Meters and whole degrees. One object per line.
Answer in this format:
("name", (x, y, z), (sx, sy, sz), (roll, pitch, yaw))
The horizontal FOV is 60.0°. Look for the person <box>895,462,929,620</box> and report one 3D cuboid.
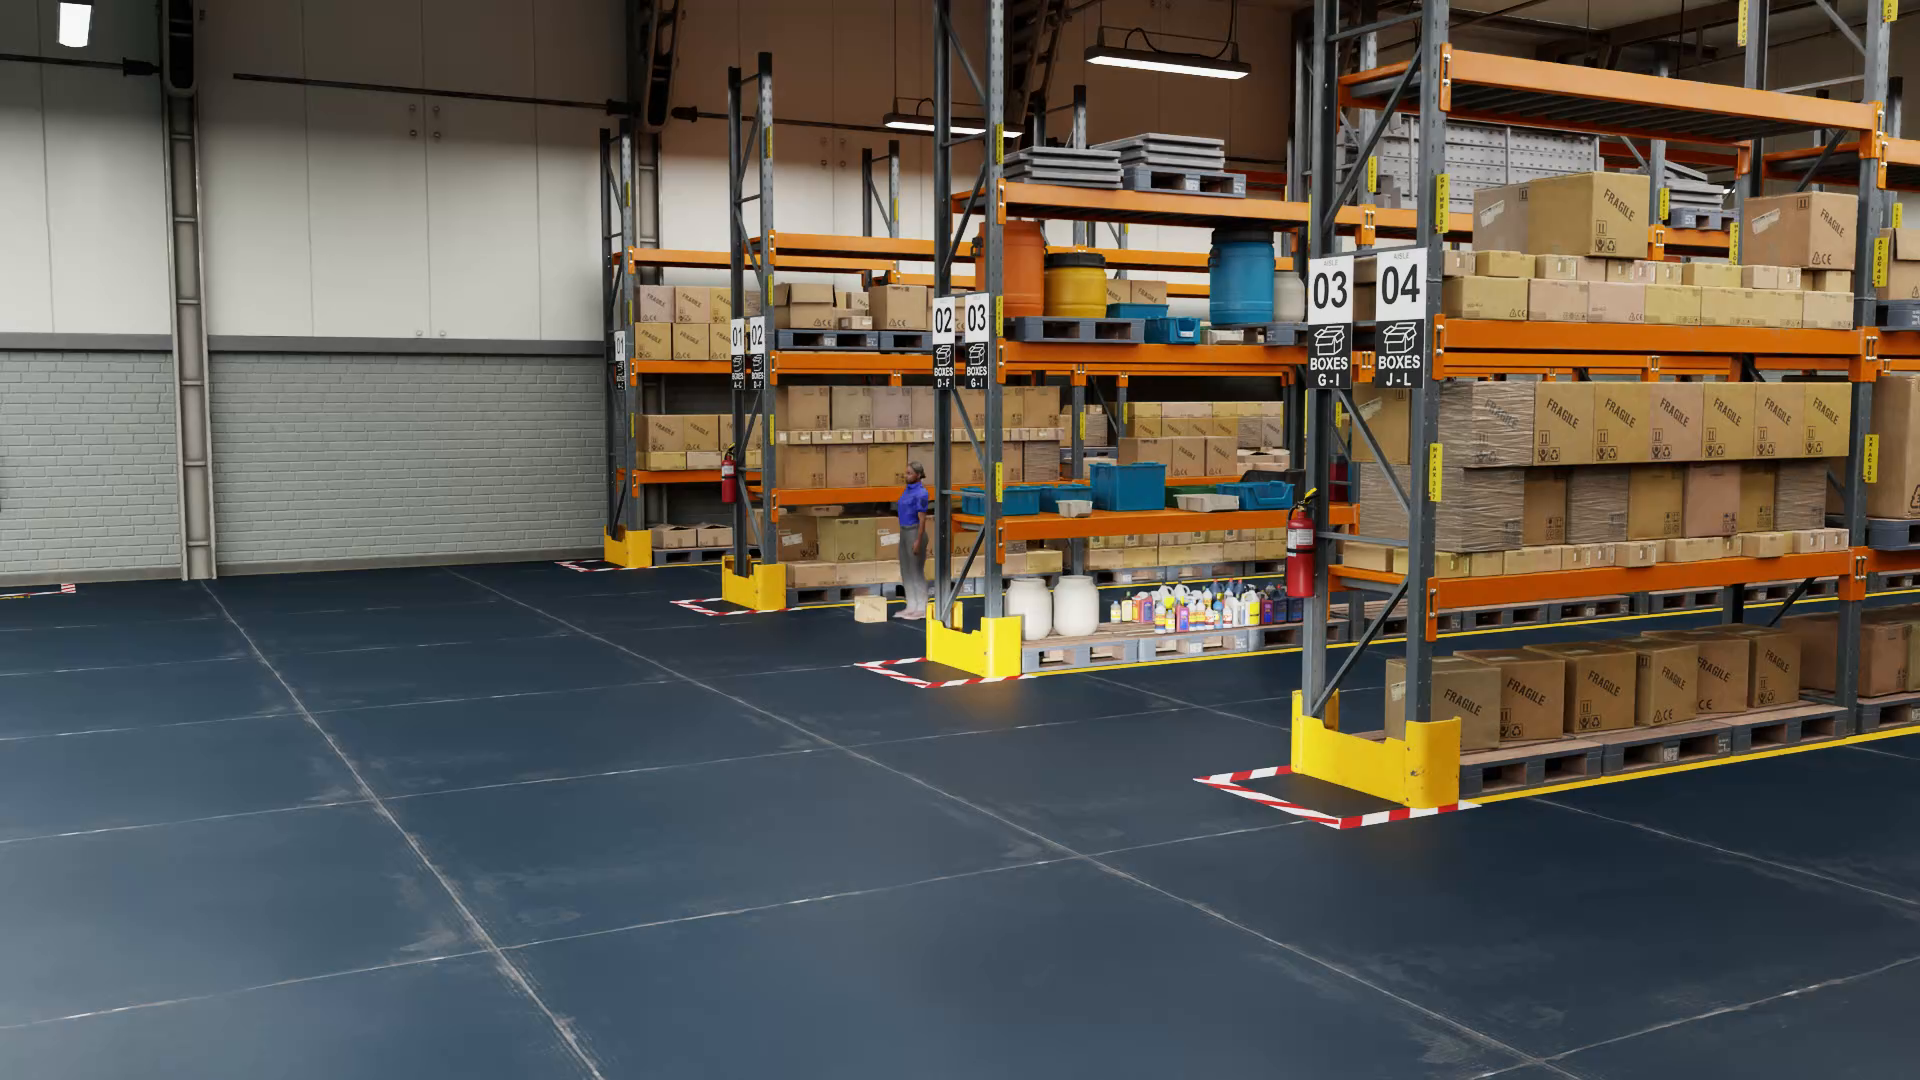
("person", (-0.492, 0.002, 17.524), (0.304, 1.658, 0.436), (-3, 6, -27))
